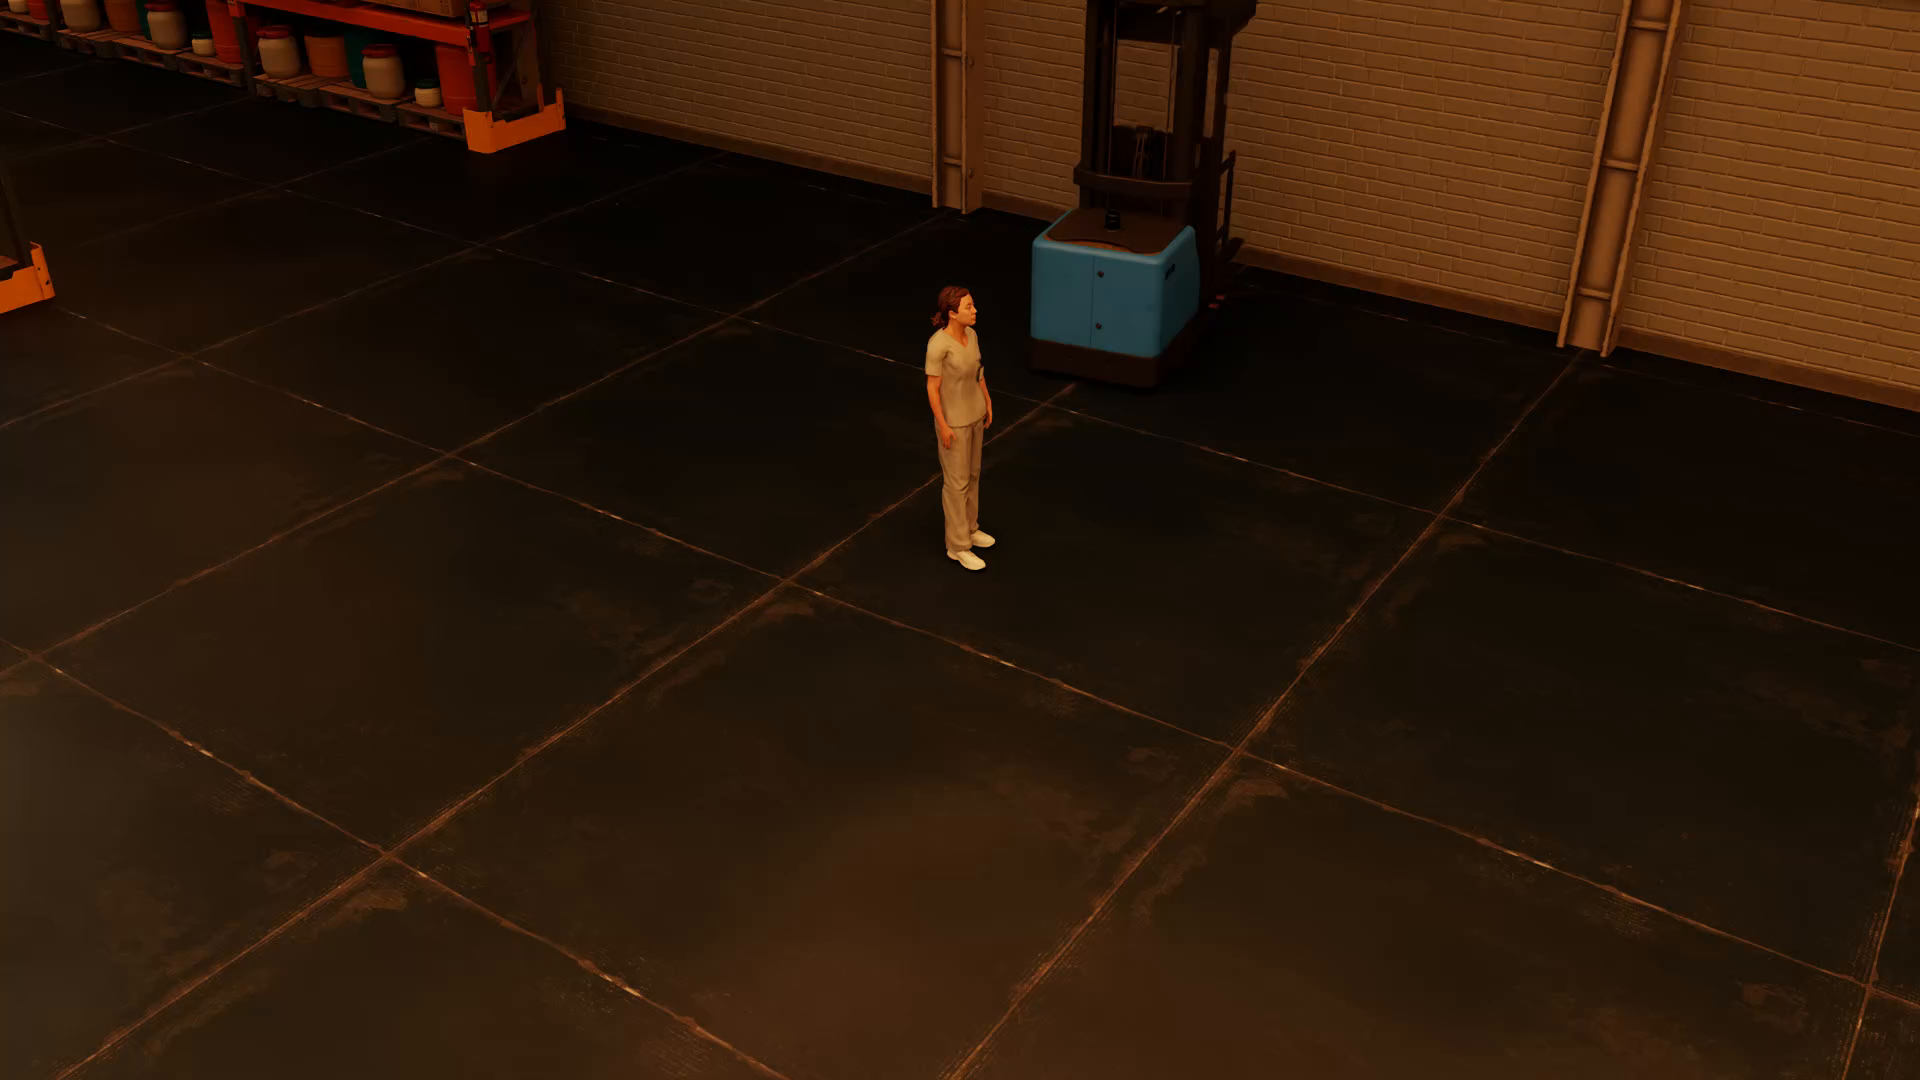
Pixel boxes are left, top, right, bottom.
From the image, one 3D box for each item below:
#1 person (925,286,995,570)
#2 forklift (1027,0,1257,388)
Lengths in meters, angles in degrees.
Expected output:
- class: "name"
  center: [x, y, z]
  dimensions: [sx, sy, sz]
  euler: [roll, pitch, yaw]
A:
- class: "person"
  center: [0.053, -0.705, 10.031]
  dimensions: [0.549, 1.675, 0.550]
  euler: [19, 35, 29]
- class: "forklift"
  center: [1.576, -3.110, 12.937]
  dimensions: [1.130, 2.935, 3.031]
  euler: [13, 32, 21]
